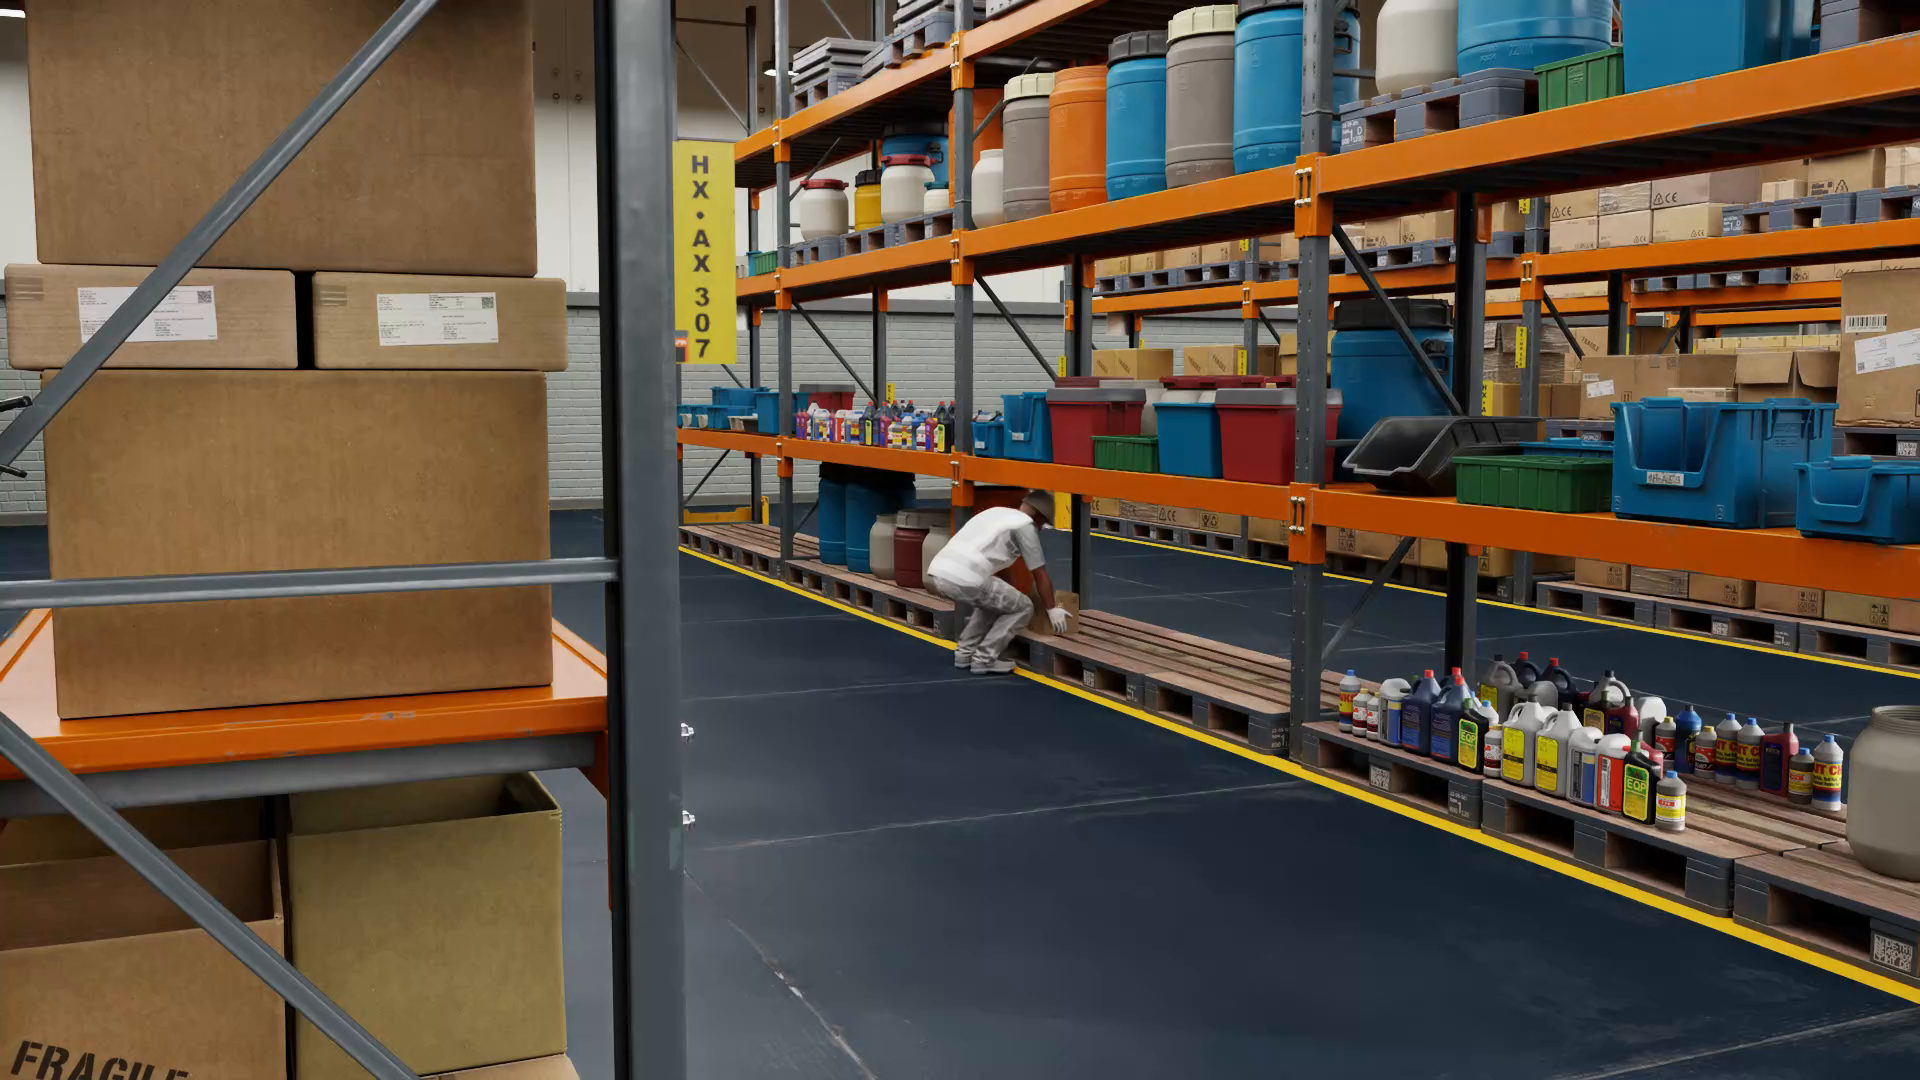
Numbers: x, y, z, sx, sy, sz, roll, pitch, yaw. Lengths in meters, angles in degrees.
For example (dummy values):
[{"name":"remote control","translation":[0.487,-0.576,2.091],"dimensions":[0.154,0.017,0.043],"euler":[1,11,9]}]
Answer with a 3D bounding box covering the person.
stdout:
[{"name":"person","translation":[0.220,0.256,10.490],"dimensions":[0.884,1.112,0.588],"euler":[-2,6,-24]}]
